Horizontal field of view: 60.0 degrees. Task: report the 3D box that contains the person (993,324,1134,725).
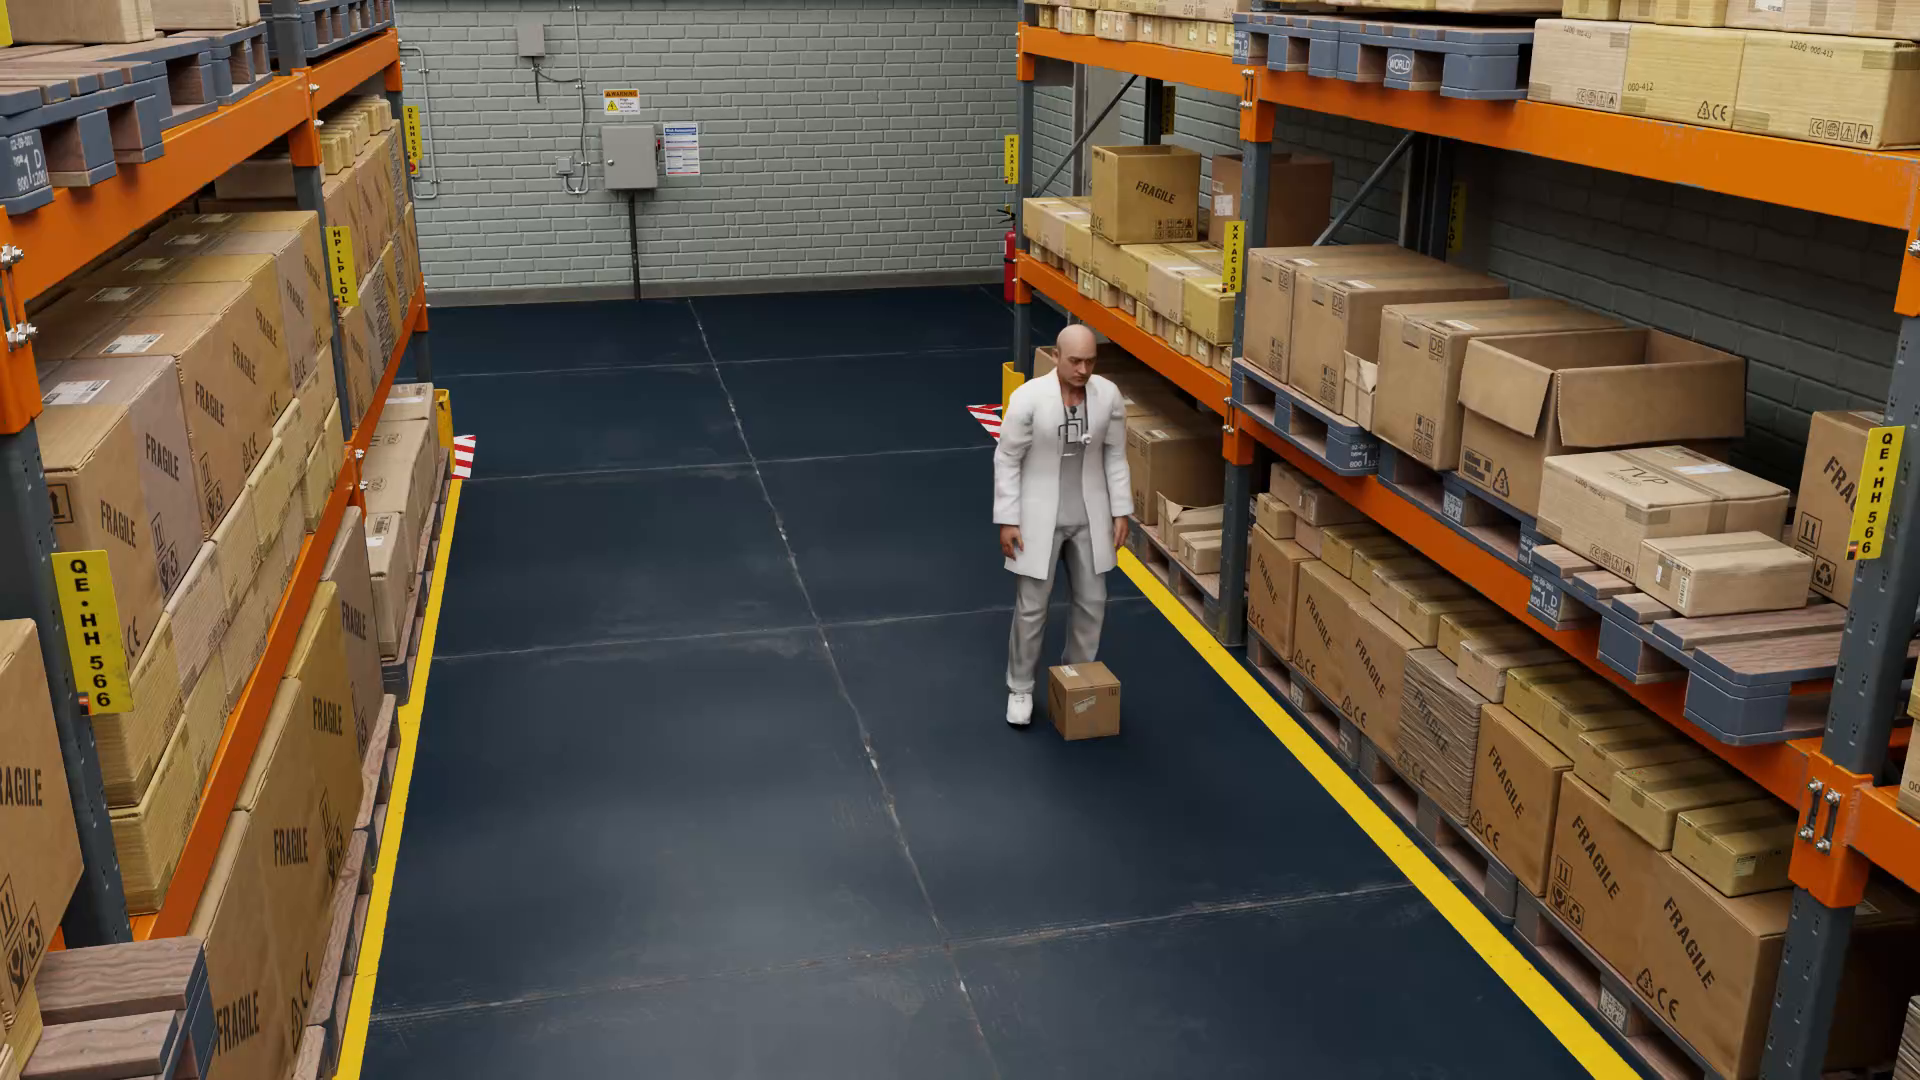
[{"bbox_3d":[0.458,-0.082,7.326,0.648,1.774,0.421,-5,20,-14],"label":"person"}]
